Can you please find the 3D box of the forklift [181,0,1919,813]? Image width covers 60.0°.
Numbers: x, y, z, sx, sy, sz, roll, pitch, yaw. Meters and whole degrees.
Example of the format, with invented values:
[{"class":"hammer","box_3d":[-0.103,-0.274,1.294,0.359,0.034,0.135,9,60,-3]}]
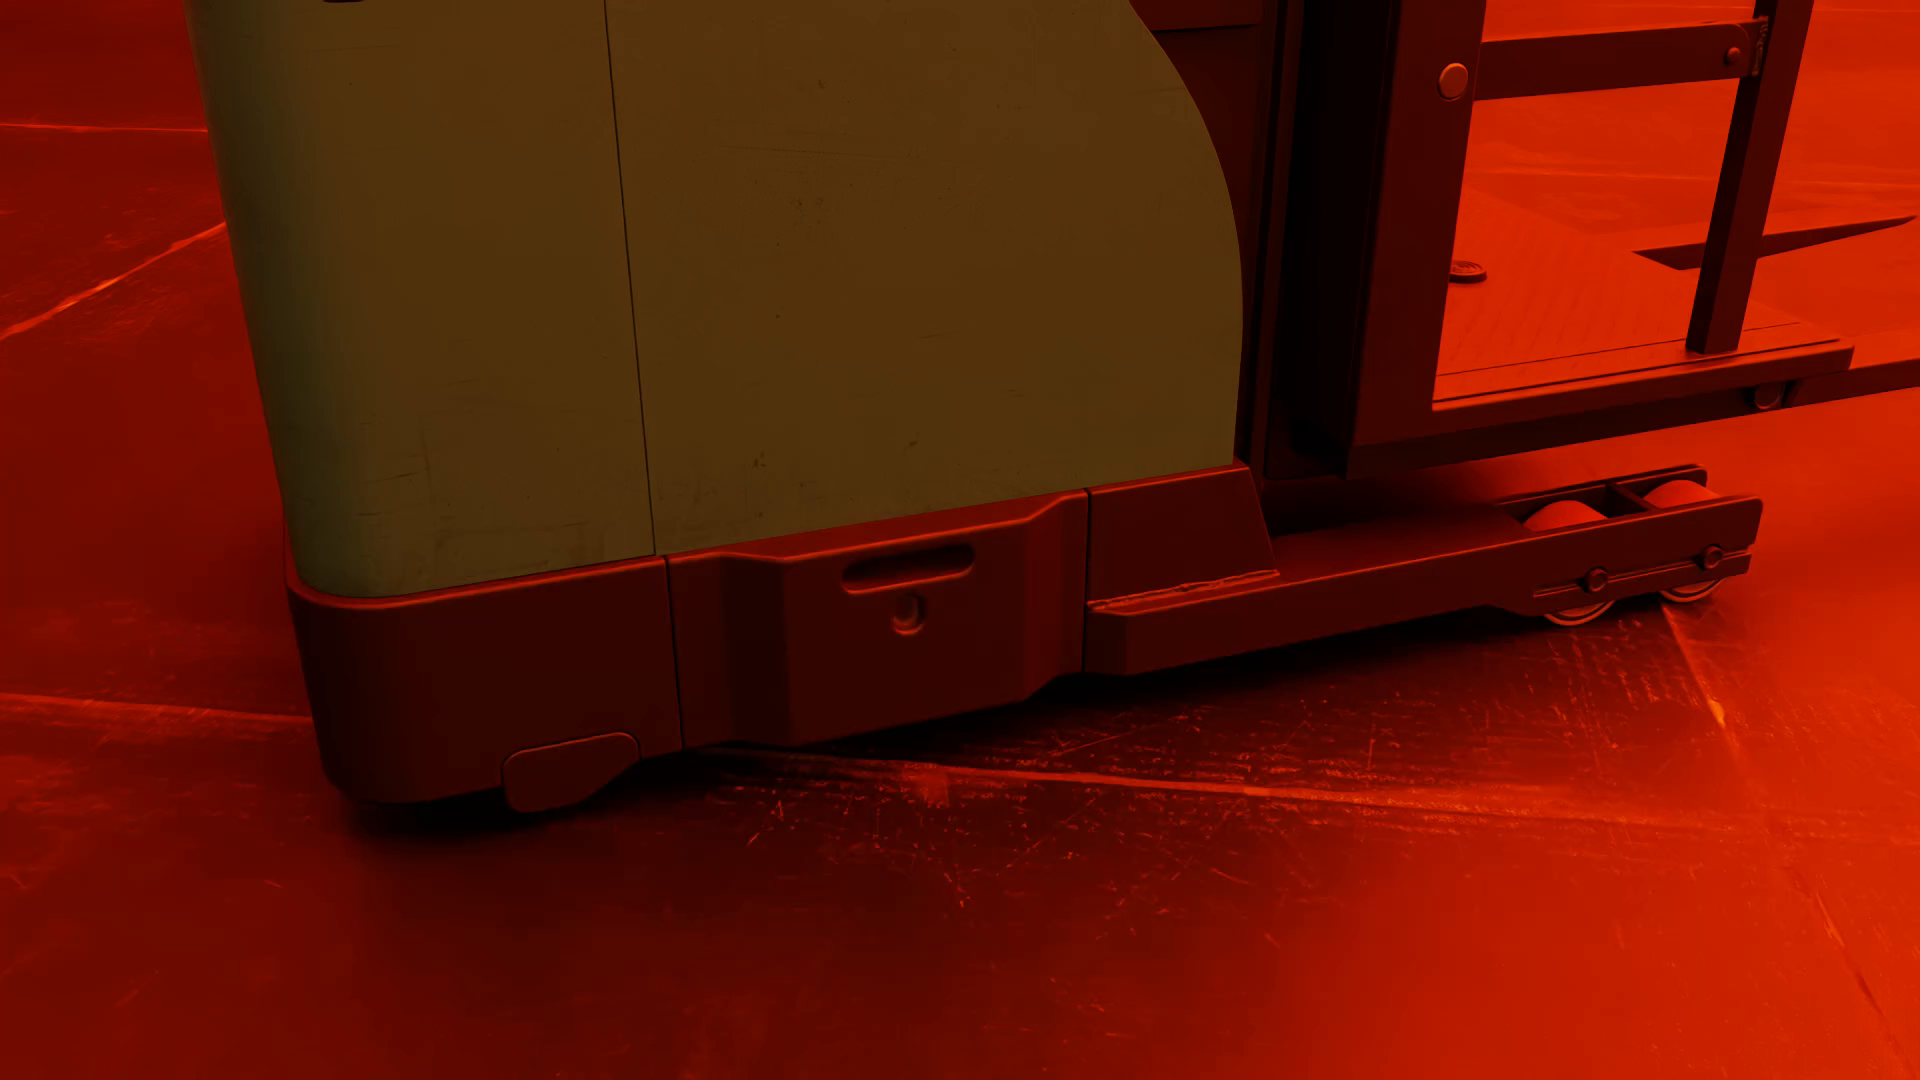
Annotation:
[{"class":"forklift","box_3d":[0.572,-1.406,2.035,3.031,2.935,1.130,-9,28,-18]}]
